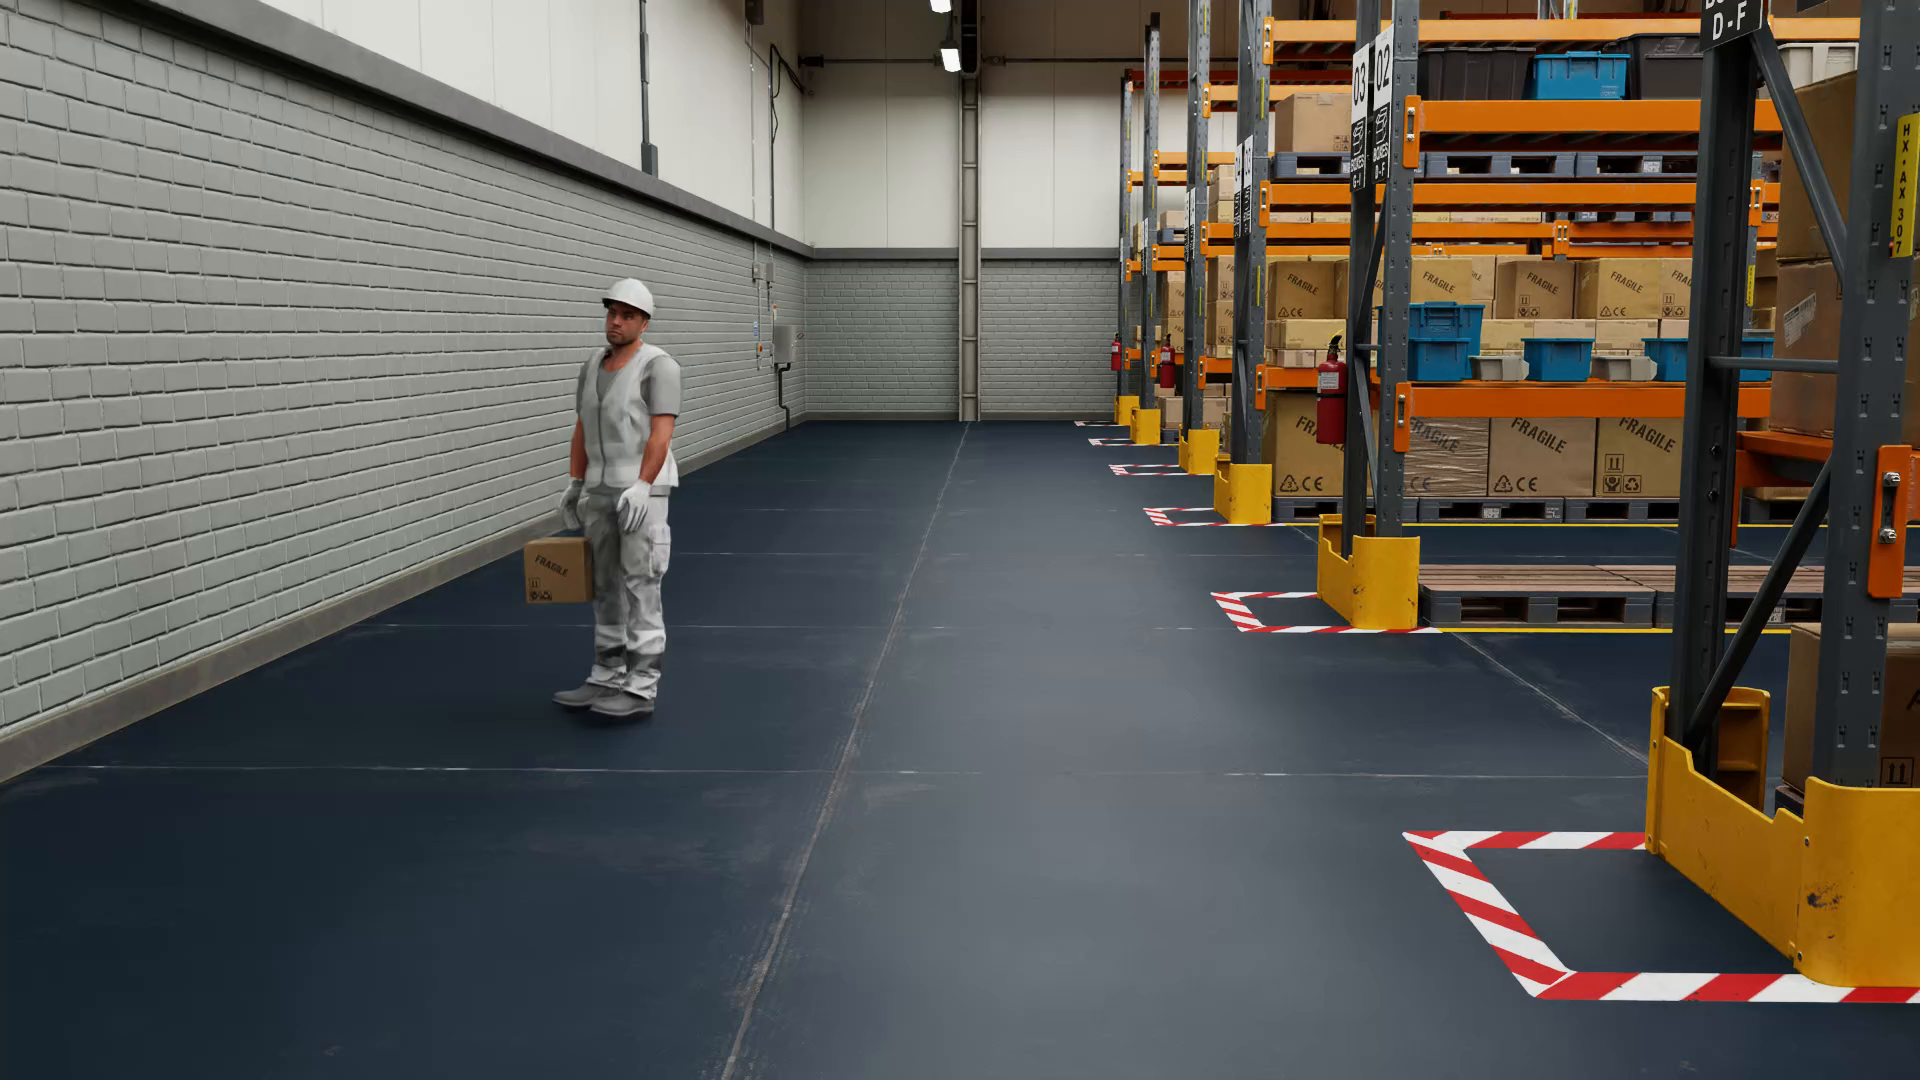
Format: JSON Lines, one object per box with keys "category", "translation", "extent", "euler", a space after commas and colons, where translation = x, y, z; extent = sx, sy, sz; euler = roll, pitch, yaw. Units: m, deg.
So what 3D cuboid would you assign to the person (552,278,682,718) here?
{"category": "person", "translation": [-1.443, -0.174, 6.859], "extent": [0.578, 1.797, 0.465], "euler": [5, 9, 35]}
